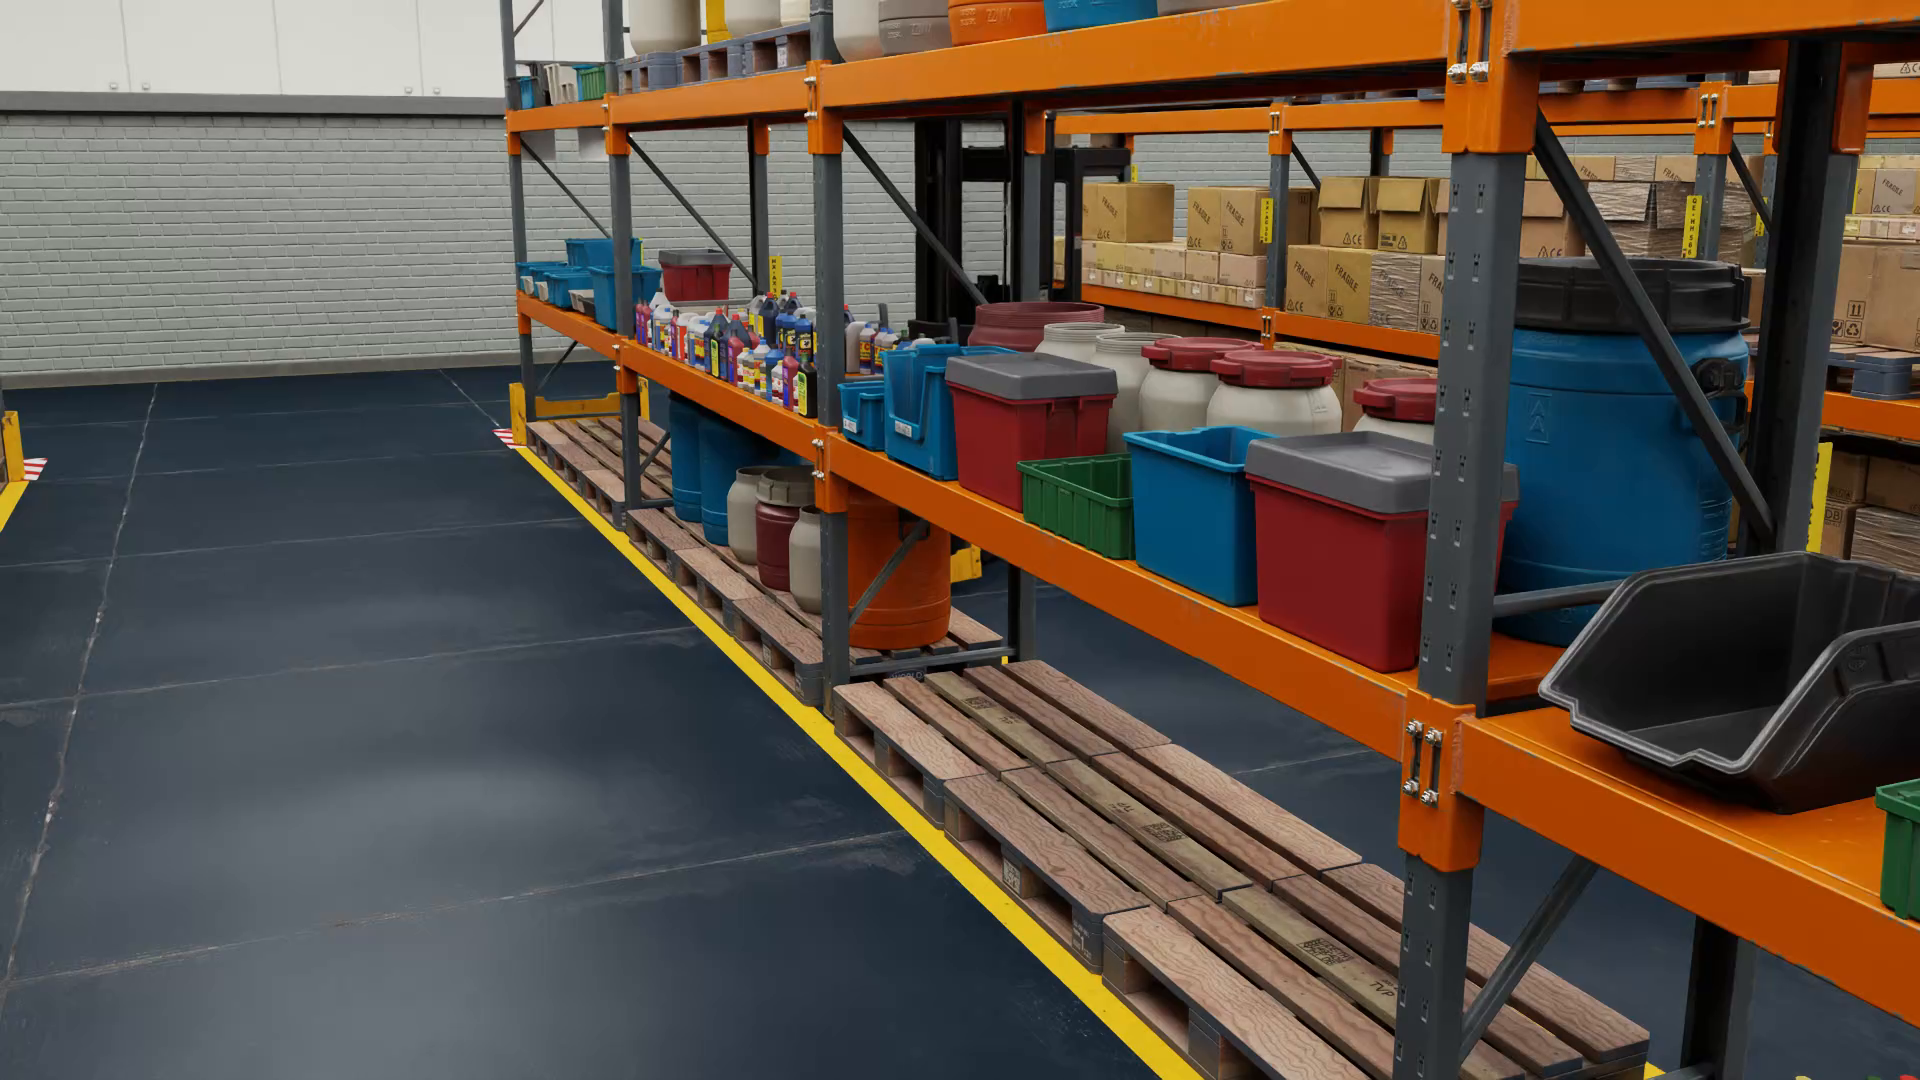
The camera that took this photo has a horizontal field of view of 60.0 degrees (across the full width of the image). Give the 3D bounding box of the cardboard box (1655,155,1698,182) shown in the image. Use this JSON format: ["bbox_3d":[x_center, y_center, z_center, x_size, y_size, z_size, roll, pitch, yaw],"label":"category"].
[{"bbox_3d":[6.741,-3.268,15.240,0.500,0.500,0.500,-6,14,-25],"label":"cardboard box"}]

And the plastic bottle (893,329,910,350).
[{"bbox_3d":[-0.299,-0.945,8.557,0.061,0.283,0.133,-6,14,-23],"label":"plastic bottle"}]

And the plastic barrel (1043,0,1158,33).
[{"bbox_3d":[0.544,-1.943,4.847,0.600,0.901,0.708,-6,14,-23],"label":"plastic barrel"}]

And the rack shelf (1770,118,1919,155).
[{"bbox_3d":[8.190,-3.106,12.582,1.077,0.370,4.000,-6,14,-23],"label":"rack shelf"}]

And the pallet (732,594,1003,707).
[{"bbox_3d":[-0.486,0.492,8.277,1.003,0.211,1.213,-6,14,-23],"label":"pallet"}]

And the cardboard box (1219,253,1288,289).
[{"bbox_3d":[2.387,-2.121,13.054,0.500,0.250,0.500,-6,14,-24],"label":"cardboard box"}]

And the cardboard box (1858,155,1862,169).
[{"bbox_3d":[10.340,-4.345,19.112,0.380,0.149,0.250,-5,14,-21],"label":"cardboard box"}]

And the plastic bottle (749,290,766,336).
[{"bbox_3d":[-1.198,-1.337,10.102,0.144,0.351,0.185,-6,14,-23],"label":"plastic bottle"}]

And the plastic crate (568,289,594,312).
[{"bbox_3d":[-2.707,-1.767,12.306,0.293,0.136,0.466,-6,14,-23],"label":"plastic crate"}]

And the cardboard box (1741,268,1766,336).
[{"bbox_3d":[4.461,-1.329,9.737,0.500,0.500,0.500,-5,14,-21],"label":"cardboard box"}]

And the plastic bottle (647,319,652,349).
[{"bbox_3d":[-1.862,-1.273,10.159,0.097,0.201,0.097,0,13,0],"label":"plastic bottle"}]

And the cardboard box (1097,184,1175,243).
[{"bbox_3d":[1.560,-2.912,14.808,0.500,0.500,0.500,-6,14,-24],"label":"cardboard box"}]

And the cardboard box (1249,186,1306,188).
[{"bbox_3d":[2.656,-2.643,13.648,0.500,0.500,0.500,-6,14,-23],"label":"cardboard box"}]

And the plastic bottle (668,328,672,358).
[{"bbox_3d":[-1.652,-1.165,9.692,0.097,0.201,0.097,0,13,0],"label":"plastic bottle"}]

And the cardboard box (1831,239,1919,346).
[{"bbox_3d":[4.659,-1.300,8.683,0.500,0.500,0.500,-8,15,-30],"label":"cardboard box"}]

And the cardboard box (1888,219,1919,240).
[{"bbox_3d":[7.544,-2.443,13.079,0.380,0.149,0.250,-6,14,-23],"label":"cardboard box"}]

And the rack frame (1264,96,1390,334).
[{"bbox_3d":[2.804,-1.981,12.779,1.000,3.000,0.127,-6,14,-23],"label":"rack frame"}]

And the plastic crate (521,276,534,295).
[{"bbox_3d":[-3.487,-2.107,13.772,0.250,0.136,0.298,-6,14,-23],"label":"plastic crate"}]

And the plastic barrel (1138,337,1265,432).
[{"bbox_3d":[0.821,-0.406,5.670,0.433,0.535,0.433,0,13,0],"label":"plastic barrel"}]

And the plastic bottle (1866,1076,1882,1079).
[{"bbox_3d":[1.965,1.297,3.660,0.061,0.283,0.133,-5,14,-20],"label":"plastic bottle"}]

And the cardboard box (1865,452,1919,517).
[{"bbox_3d":[4.924,-0.273,8.300,0.500,0.250,0.500,-4,14,-17],"label":"cardboard box"}]

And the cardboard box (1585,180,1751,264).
[{"bbox_3d":[4.128,-1.845,9.743,0.797,0.503,0.637,-5,14,-21],"label":"cardboard box"}]

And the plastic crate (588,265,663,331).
[{"bbox_3d":[-2.234,-1.621,11.125,0.392,0.384,0.575,-6,14,-23],"label":"plastic crate"}]

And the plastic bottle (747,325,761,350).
[{"bbox_3d":[-1.085,-0.983,8.724,0.061,0.283,0.133,-6,14,-23],"label":"plastic bottle"}]

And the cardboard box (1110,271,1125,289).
[{"bbox_3d":[1.559,-2.317,14.785,0.380,0.149,0.250,-6,14,-24],"label":"cardboard box"}]

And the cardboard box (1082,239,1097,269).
[{"bbox_3d":[1.361,-2.649,15.338,0.500,0.250,0.500,-6,14,-24],"label":"cardboard box"}]

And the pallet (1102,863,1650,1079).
[{"bbox_3d":[1.120,1.319,4.705,1.003,0.211,1.213,-6,14,-23],"label":"pallet"}]

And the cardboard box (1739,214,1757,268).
[{"bbox_3d":[6.937,-2.677,14.901,0.500,0.500,0.500,-6,14,-23],"label":"cardboard box"}]

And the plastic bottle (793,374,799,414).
[{"bbox_3d":[-0.714,-0.681,7.602,0.097,0.201,0.097,0,13,0],"label":"plastic bottle"}]

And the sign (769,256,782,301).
[{"bbox_3d":[-1.229,-1.718,11.028,0.100,0.325,0.005,-6,14,-23],"label":"sign"}]

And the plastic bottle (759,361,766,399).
[{"bbox_3d":[-0.924,-0.789,8.069,0.097,0.201,0.097,0,13,0],"label":"plastic bottle"}]

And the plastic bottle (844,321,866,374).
[{"bbox_3d":[-0.565,-1.052,9.040,0.152,0.276,0.135,-6,14,-23],"label":"plastic bottle"}]

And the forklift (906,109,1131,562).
[{"bbox_3d":[0.445,-1.577,11.185,1.130,2.935,3.031,9,16,33],"label":"forklift"}]

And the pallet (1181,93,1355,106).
[{"bbox_3d":[2.486,-3.570,13.185,1.003,0.211,1.213,-6,14,-23],"label":"pallet"}]

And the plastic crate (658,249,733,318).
[{"bbox_3d":[-1.862,-1.802,11.727,0.402,0.464,0.583,-6,14,-23],"label":"plastic crate"}]

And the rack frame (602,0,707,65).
[{"bbox_3d":[-1.734,-4.457,10.169,1.000,3.000,0.127,-6,14,-23],"label":"rack frame"}]

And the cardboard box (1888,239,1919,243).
[{"bbox_3d":[7.550,-2.297,13.108,0.380,0.149,0.250,-5,14,-21],"label":"cardboard box"}]

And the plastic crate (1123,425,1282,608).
[{"bbox_3d":[0.744,-0.073,4.570,0.392,0.384,0.575,-6,14,-23],"label":"plastic crate"}]

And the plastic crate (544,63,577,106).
[{"bbox_3d":[-2.731,-3.278,11.993,0.437,0.282,0.530,-6,14,-23],"label":"plastic crate"}]

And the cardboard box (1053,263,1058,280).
[{"bbox_3d":[1.042,-2.582,15.932,0.380,0.149,0.250,-5,14,-22],"label":"cardboard box"}]

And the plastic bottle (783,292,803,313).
[{"bbox_3d":[-0.992,-1.312,9.994,0.144,0.351,0.185,-6,14,-23],"label":"plastic bottle"}]

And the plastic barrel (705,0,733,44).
[{"bbox_3d":[-1.183,-3.122,9.704,0.600,0.588,0.600,0,13,0],"label":"plastic barrel"}]

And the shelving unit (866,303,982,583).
[{"bbox_3d":[-0.412,-0.571,9.760,0.587,1.500,1.083,-11,16,-23],"label":"shelving unit"}]

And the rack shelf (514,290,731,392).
[{"bbox_3d":[-2.535,-1.597,12.712,1.077,0.370,4.000,-6,14,-23],"label":"rack shelf"}]

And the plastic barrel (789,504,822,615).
[{"bbox_3d":[-0.652,0.092,8.408,0.421,0.512,0.421,0,13,0],"label":"plastic barrel"}]

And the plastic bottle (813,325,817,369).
[{"bbox_3d":[-0.710,-1.081,8.996,0.144,0.351,0.185,-6,14,-23],"label":"plastic bottle"}]

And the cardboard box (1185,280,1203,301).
[{"bbox_3d":[2.073,-2.052,13.640,0.380,0.149,0.250,-5,14,-22],"label":"cardboard box"}]

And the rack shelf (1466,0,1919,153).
[{"bbox_3d":[2.272,-0.579,1.662,1.077,0.370,4.000,-6,14,-23],"label":"rack shelf"}]

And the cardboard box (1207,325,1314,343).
[{"bbox_3d":[2.613,-1.294,13.591,0.875,0.875,0.875,-6,14,-23],"label":"cardboard box"}]

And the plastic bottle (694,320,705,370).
[{"bbox_3d":[-1.413,-1.076,9.151,0.097,0.271,0.097,0,13,0],"label":"plastic bottle"}]

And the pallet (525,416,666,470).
[{"bbox_3d":[-3.042,-0.828,13.980,1.003,0.211,1.213,-6,14,-23],"label":"pallet"}]

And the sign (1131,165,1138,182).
[{"bbox_3d":[1.705,-3.534,16.392,0.100,0.325,0.005,-6,14,-23],"label":"sign"}]

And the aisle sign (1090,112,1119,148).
[{"bbox_3d":[1.448,-4.116,16.238,0.394,0.787,0.004,-6,14,-23],"label":"aisle sign"}]

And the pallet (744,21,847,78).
[{"bbox_3d":[-0.349,-2.244,7.679,1.003,0.211,1.213,-6,14,-23],"label":"pallet"}]

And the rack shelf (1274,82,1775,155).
[{"bbox_3d":[3.605,-2.679,10.736,1.077,0.370,4.000,-6,14,-23],"label":"rack shelf"}]
